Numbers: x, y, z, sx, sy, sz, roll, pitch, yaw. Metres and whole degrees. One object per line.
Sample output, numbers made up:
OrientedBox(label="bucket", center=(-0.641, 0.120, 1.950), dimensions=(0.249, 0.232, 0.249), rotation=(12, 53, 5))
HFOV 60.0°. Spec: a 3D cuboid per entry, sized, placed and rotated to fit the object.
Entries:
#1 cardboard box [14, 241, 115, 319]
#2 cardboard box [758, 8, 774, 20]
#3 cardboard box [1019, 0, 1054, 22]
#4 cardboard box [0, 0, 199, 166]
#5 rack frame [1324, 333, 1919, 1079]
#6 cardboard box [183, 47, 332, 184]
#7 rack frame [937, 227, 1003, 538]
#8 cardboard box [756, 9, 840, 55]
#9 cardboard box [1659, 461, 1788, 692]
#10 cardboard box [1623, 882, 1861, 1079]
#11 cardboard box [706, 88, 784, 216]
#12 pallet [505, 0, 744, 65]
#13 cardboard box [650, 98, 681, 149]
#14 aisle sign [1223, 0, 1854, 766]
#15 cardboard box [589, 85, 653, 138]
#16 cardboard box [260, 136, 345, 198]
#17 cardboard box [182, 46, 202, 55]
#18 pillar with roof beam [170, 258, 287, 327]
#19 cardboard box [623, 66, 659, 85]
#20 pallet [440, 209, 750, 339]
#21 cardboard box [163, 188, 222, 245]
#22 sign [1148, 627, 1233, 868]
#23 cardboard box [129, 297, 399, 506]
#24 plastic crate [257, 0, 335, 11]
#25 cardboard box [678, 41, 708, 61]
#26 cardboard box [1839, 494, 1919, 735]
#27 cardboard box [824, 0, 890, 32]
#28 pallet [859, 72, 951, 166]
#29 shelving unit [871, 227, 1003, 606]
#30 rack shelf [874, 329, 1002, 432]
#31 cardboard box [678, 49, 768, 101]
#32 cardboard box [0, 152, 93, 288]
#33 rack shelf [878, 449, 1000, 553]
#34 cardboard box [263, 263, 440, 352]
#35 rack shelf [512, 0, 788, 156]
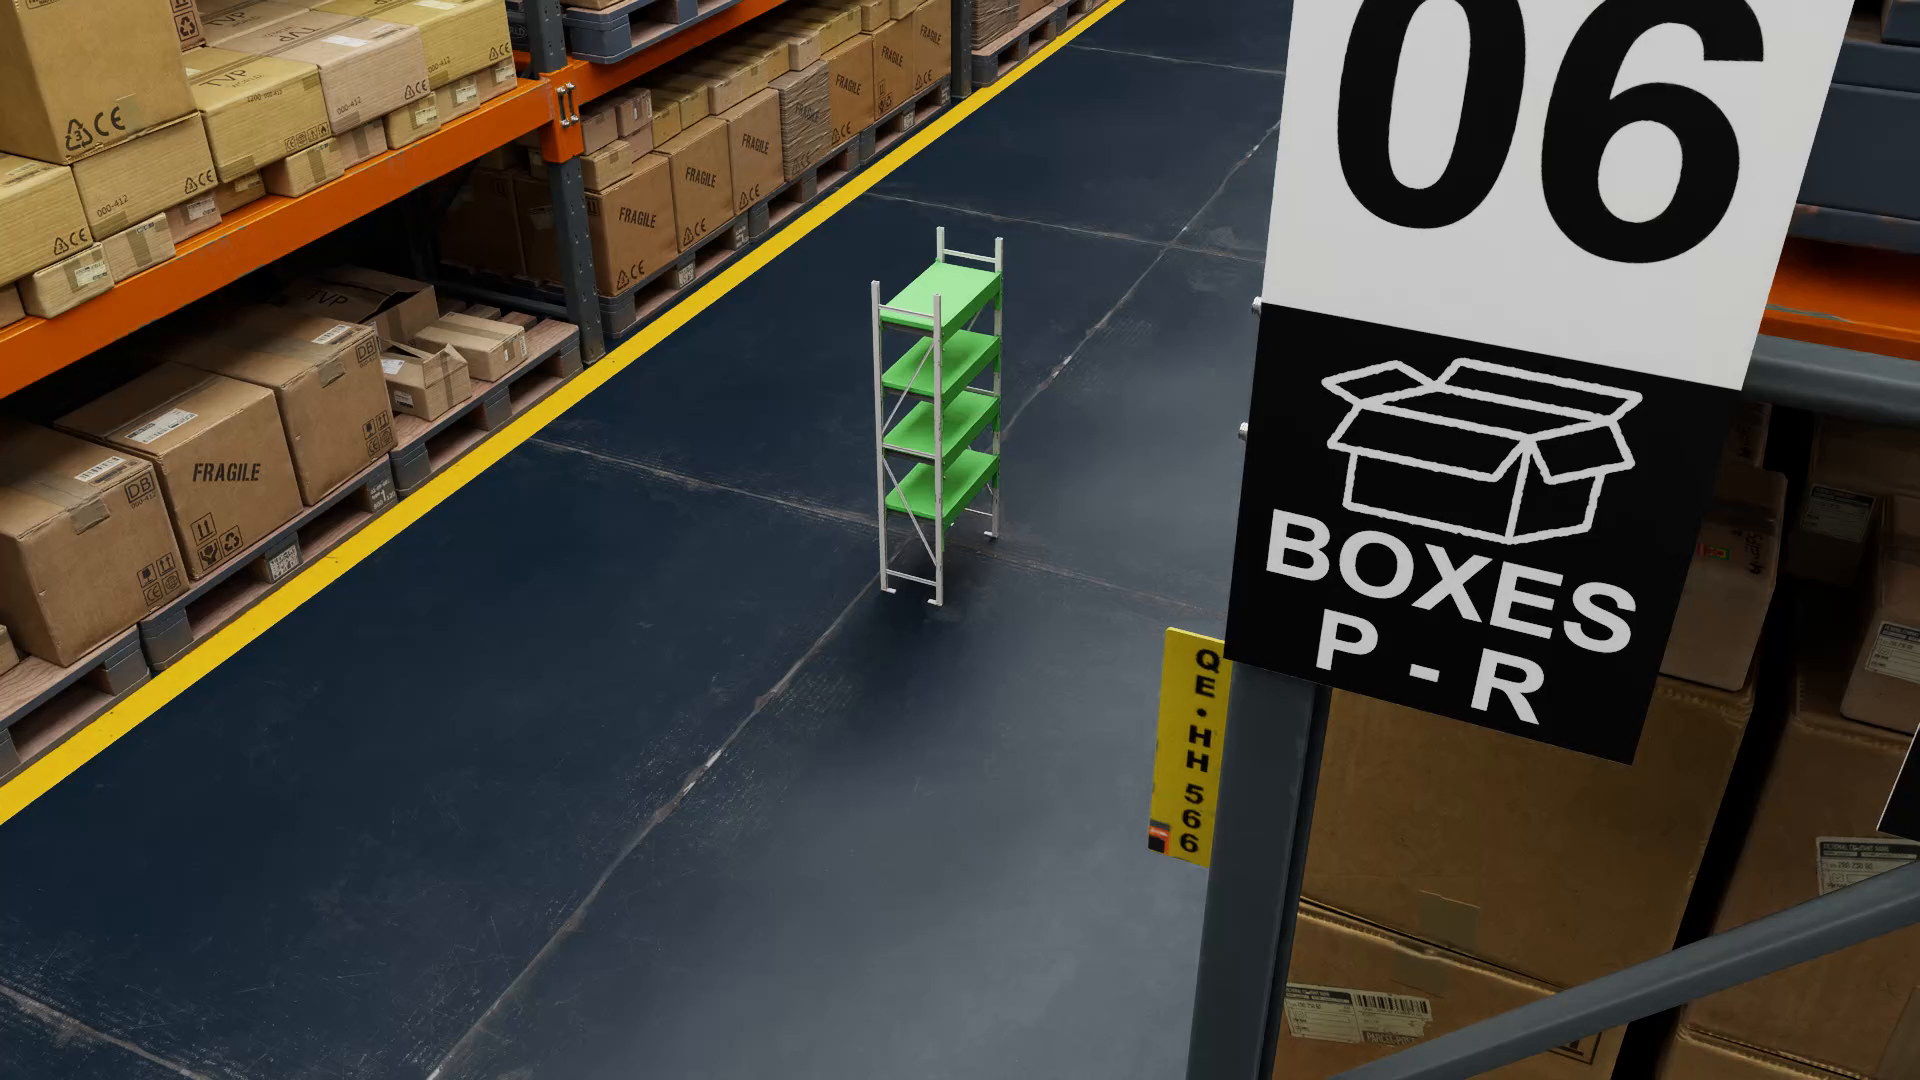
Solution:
OrientedBox(label="cardboard box", center=(-2.783, -0.806, 4.973), dimensions=(0.380, 0.149, 0.250), rotation=(13, 35, 19))
OrientedBox(label="cardboard box", center=(-1.273, -2.995, 9.387), dimensions=(0.380, 0.149, 0.250), rotation=(13, 35, 18))
OrientedBox(label="cardboard box", center=(0.133, -3.982, 11.369), dimensions=(0.875, 0.625, 0.625), rotation=(15, 36, 22))
OrientedBox(label="cardboard box", center=(-2.692, -1.467, 4.933), dimensions=(0.500, 0.500, 0.500), rotation=(15, 36, 22))
OrientedBox(label="rack frame", center=(0.753, 0.956, 2.056), dimensions=(0.949, 2.616, 0.053), rotation=(14, 36, 20))
OrientedBox(label="cardboard box", center=(-2.488, -1.426, 5.555), dimensions=(0.500, 0.250, 0.500), rotation=(14, 36, 20))
OrientedBox(label="rack frame", center=(0.033, -0.541, 5.981), dimensions=(0.240, 1.200, 0.015), rotation=(14, 36, 20))
OrientedBox(label="cardboard box", center=(-0.875, -2.752, 9.017), dimensions=(0.380, 0.149, 0.250), rotation=(14, 36, 20))
OrientedBox(label="cardboard box", center=(0.725, 0.001, 1.918), dimensions=(0.380, 0.149, 0.250), rotation=(15, 36, 21))
OrientedBox(label="cardboard box", center=(1.218, 0.742, 2.292), dimensions=(0.500, 0.500, 0.500), rotation=(14, 36, 20))
OrientedBox(label="cardboard box", center=(-1.247, -2.007, 8.472), dimensions=(0.500, 0.500, 0.500), rotation=(13, 35, 19))
OrientedBox(label="pallet", center=(-1.646, -2.465, 7.449), dimensions=(1.003, 0.211, 1.213), rotation=(14, 36, 20))
OrientedBox(label="cardboard box", center=(-1.546, -1.978, 7.835), dimensions=(0.380, 0.149, 0.250), rotation=(12, 35, 18))
OrientedBox(label="aisle sign", center=(0.445, -0.166, 1.396), dimensions=(0.394, 0.787, 0.004), rotation=(14, 36, 20))
OrientedBox(label="cardboard box", center=(-1.623, -1.956, 7.532), dimensions=(0.380, 0.149, 0.250), rotation=(12, 35, 18))
OrientedBox(label="cardboard box", center=(-2.376, -1.323, 5.761), dimensions=(0.380, 0.149, 0.250), rotation=(14, 36, 20))
OrientedBox(label="cardboard box", center=(-2.954, -1.541, 5.731), dimensions=(0.500, 0.250, 0.500), rotation=(15, 36, 22))
OrientedBox(label="pillar with roof beam", center=(0.720, -3.553, 3.463), dimensions=(9.100, 9.000, 0.400), rotation=(14, 36, 20))
OrientedBox(label="cardboard box", center=(-1.742, -2.337, 8.383), dimensions=(0.380, 0.149, 0.250), rotation=(15, 36, 22))
OrientedBox(label="pallet", center=(-1.774, -1.420, 8.223), dimensions=(1.003, 0.211, 1.213), rotation=(14, 36, 20))
OrientedBox(label="cardboard box", center=(-2.646, -1.086, 5.400), dimensions=(0.380, 0.149, 0.250), rotation=(14, 36, 20))
OrientedBox(label="sign", center=(0.269, 0.242, 1.873), dimensions=(0.100, 0.325, 0.005), rotation=(14, 36, 20))
OrientedBox(label="cardboard box", center=(-2.584, -0.527, 6.215), dimensions=(0.700, 0.500, 0.500), rotation=(13, 35, 19))
OrientedBox(label="plastic crate", center=(-2.532, -2.049, 6.505), dimensions=(0.505, 0.250, 0.505), rotation=(14, 36, 20))
OrientedBox(label="cardboard box", center=(-1.552, -2.597, 8.780), dimensions=(0.380, 0.149, 0.250), rotation=(13, 35, 19))
OrientedBox(label="cardboard box", center=(1.156, 0.112, 1.749), dimensions=(0.380, 0.149, 0.250), rotation=(15, 36, 21))
OrientedBox(label="cardboard box", center=(-0.619, -2.998, 9.391), dimensions=(0.380, 0.149, 0.250), rotation=(13, 35, 19))
OrientedBox(label="pallet", center=(-0.753, -2.635, 10.076), dimensions=(1.003, 0.211, 1.213), rotation=(14, 36, 20))
OrientedBox(label="shelving unit", center=(-0.069, -0.419, 5.795), dimensions=(0.258, 1.200, 0.503), rotation=(14, 36, 20))
OrientedBox(label="rack shelf", center=(-0.069, -0.567, 5.699), dimensions=(0.258, 0.148, 0.480), rotation=(14, 36, 20))
OrientedBox(label="cardboard box", center=(-1.199, -2.356, 8.413), dimensions=(0.380, 0.149, 0.250), rotation=(15, 36, 22))
OrientedBox(label="cardboard box", center=(-2.899, -0.910, 4.768), dimensions=(0.500, 0.250, 0.500), rotation=(13, 36, 20))
OrientedBox(label="rack shelf", center=(-0.069, -0.165, 5.962), dimensions=(0.258, 0.148, 0.480), rotation=(14, 36, 20))
OrientedBox(label="cardboard box", center=(-2.571, -0.949, 7.030), dimensions=(0.500, 0.311, 0.500), rotation=(15, 36, 22))
OrientedBox(label="rack shelf", center=(-1.243, -2.867, 8.544), dimensions=(1.077, 0.370, 4.000), rotation=(14, 36, 20))
